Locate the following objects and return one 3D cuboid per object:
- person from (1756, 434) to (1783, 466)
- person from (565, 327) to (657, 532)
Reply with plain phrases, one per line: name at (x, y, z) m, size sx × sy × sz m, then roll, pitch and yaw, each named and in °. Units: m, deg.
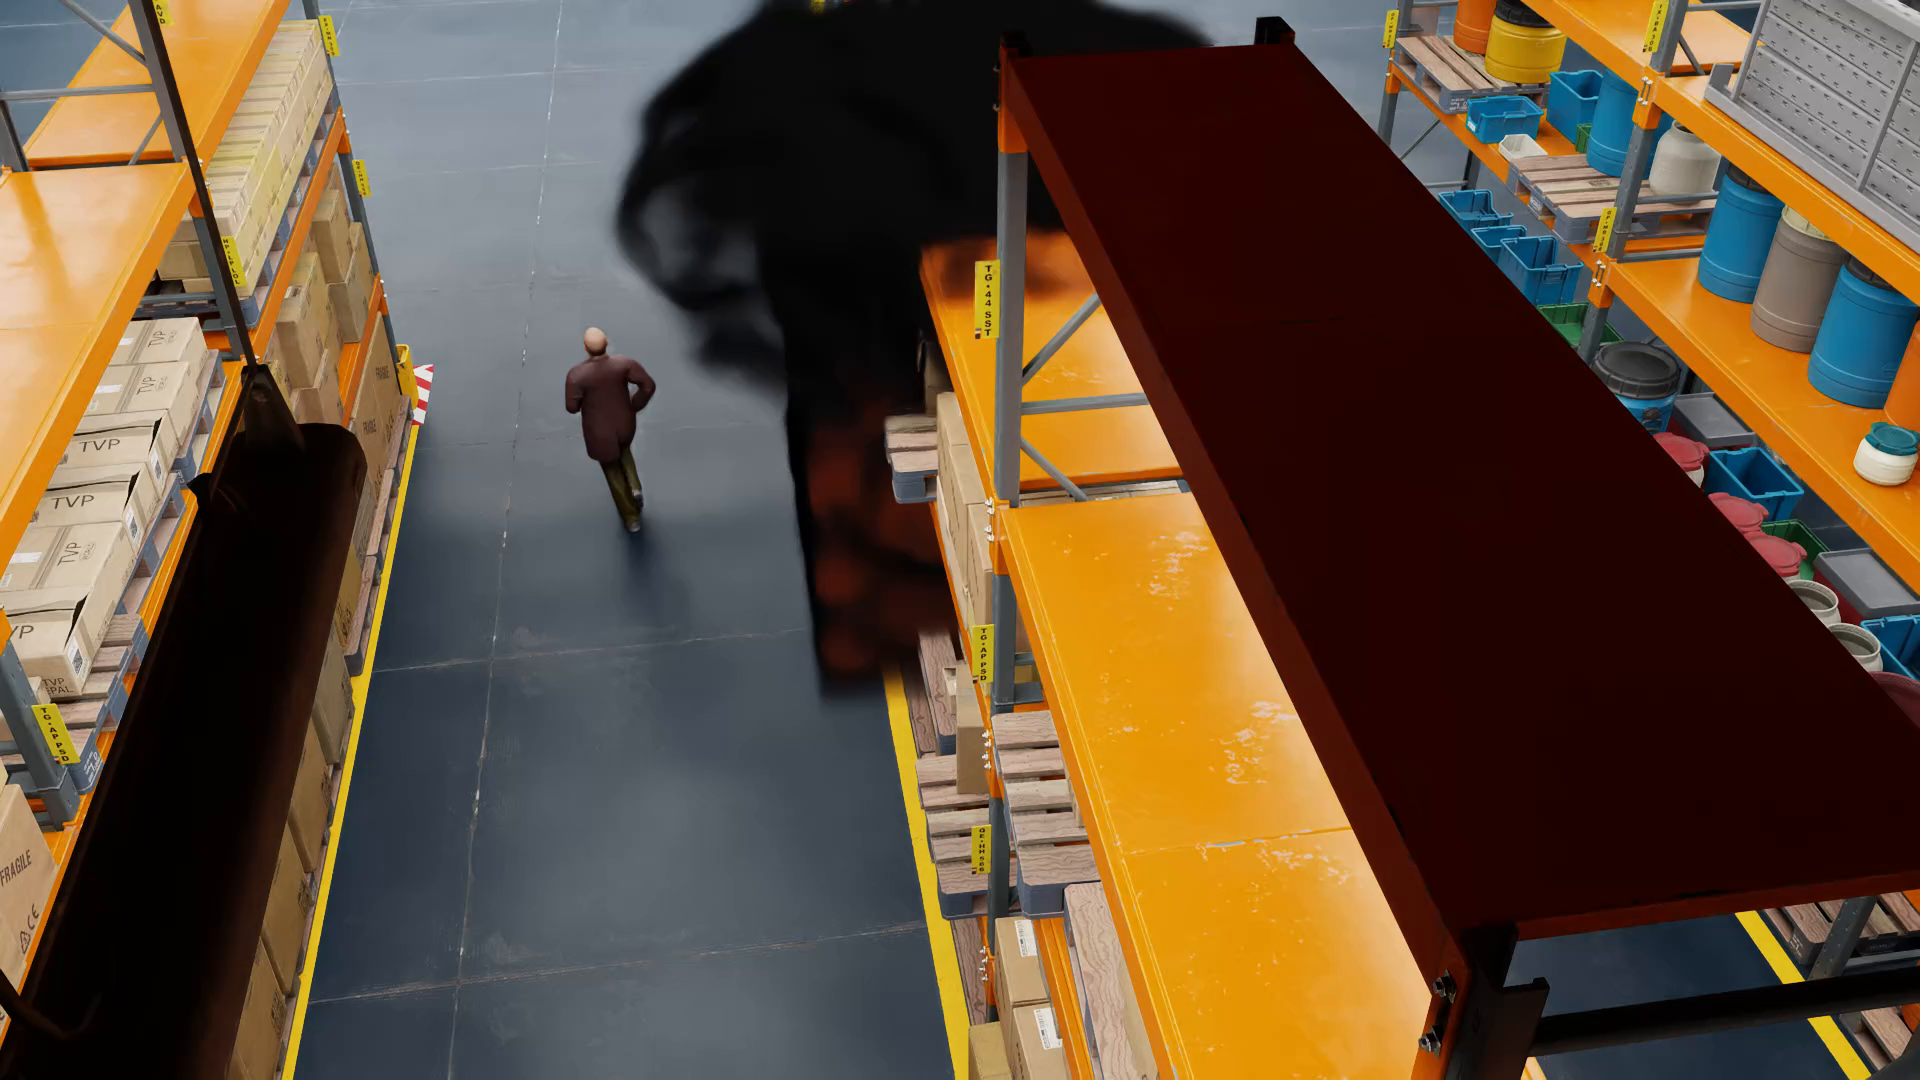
person at (6.639, -1.316, 13.795) m, size 0.727 × 1.750 × 0.871 m, roll -13°, pitch 38°, yaw -17°
person at (-2.786, -0.919, 13.229) m, size 0.679 × 1.784 × 0.753 m, roll -20°, pitch 41°, yaw -25°
